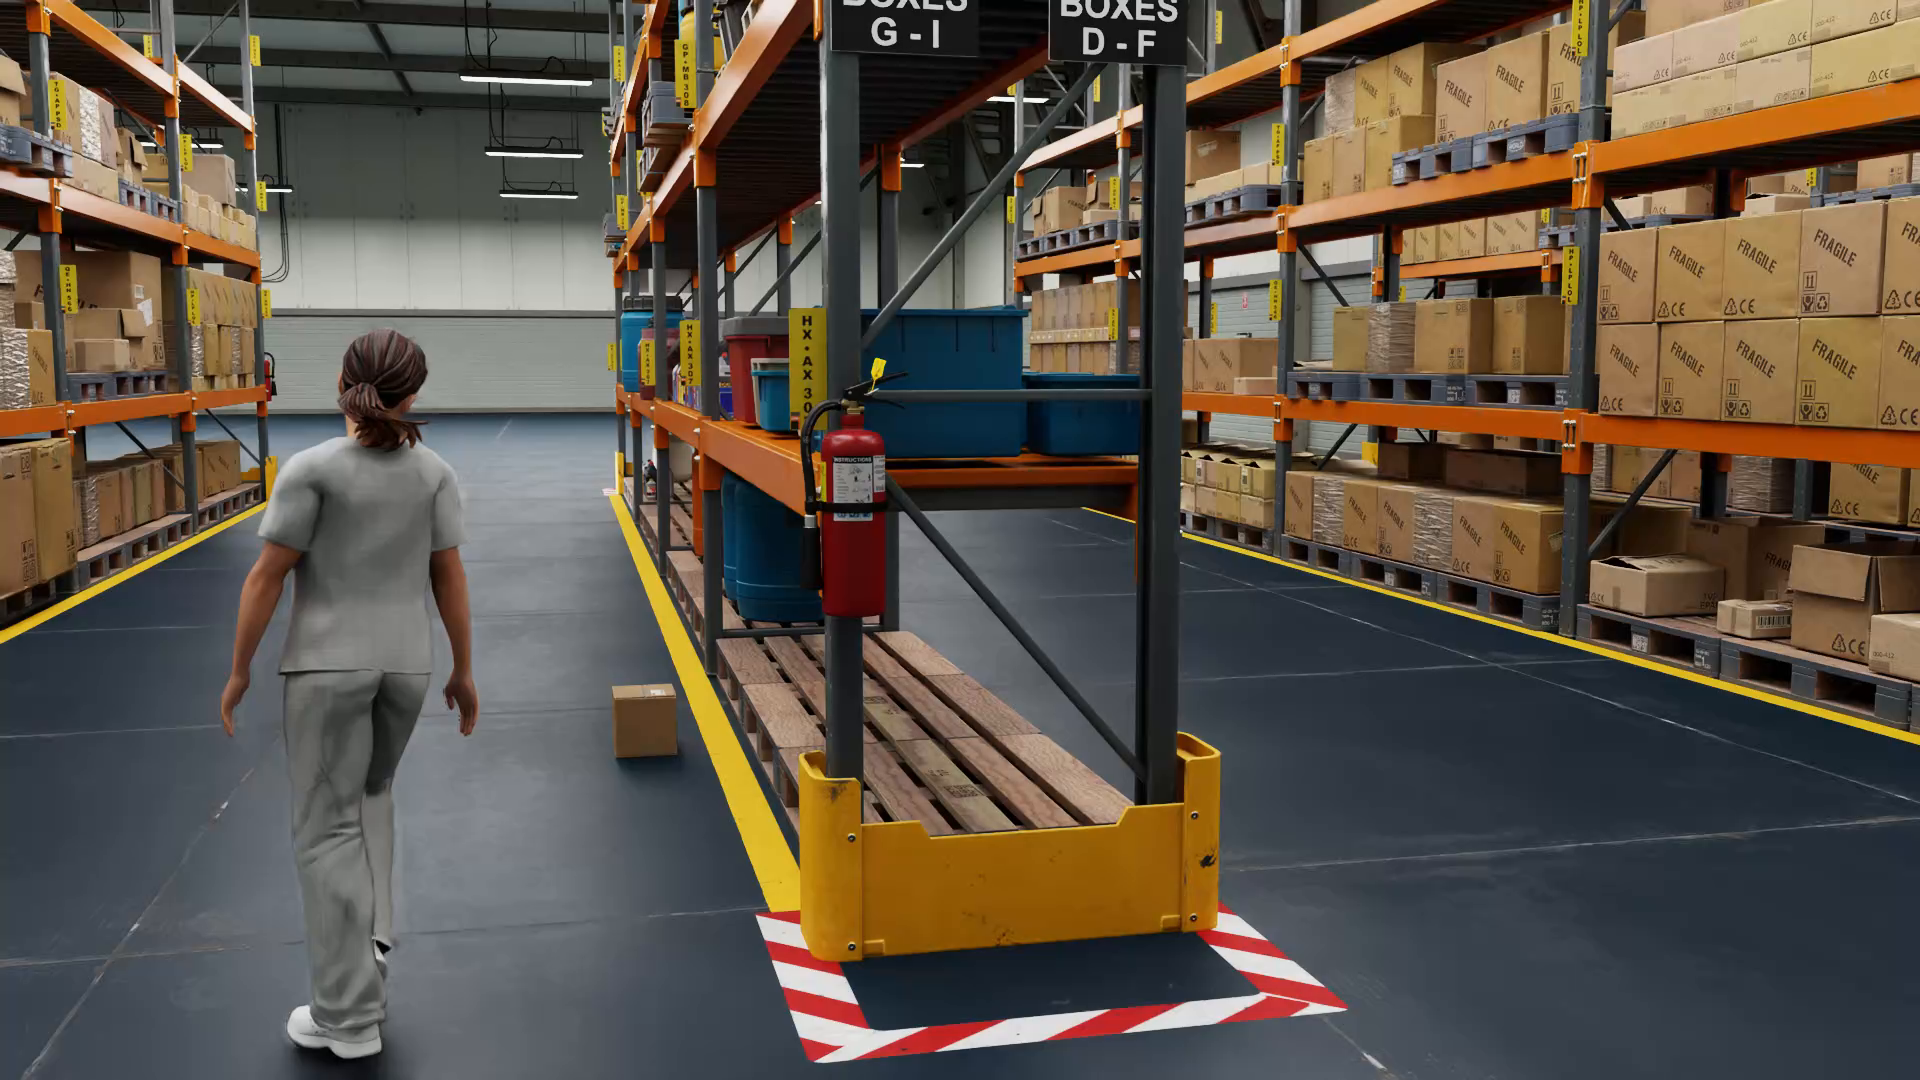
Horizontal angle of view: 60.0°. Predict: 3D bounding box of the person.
[{"bbox_3d":[-1.440,0.349,3.919,0.515,1.685,0.551,6,9,44],"label":"person"}]
